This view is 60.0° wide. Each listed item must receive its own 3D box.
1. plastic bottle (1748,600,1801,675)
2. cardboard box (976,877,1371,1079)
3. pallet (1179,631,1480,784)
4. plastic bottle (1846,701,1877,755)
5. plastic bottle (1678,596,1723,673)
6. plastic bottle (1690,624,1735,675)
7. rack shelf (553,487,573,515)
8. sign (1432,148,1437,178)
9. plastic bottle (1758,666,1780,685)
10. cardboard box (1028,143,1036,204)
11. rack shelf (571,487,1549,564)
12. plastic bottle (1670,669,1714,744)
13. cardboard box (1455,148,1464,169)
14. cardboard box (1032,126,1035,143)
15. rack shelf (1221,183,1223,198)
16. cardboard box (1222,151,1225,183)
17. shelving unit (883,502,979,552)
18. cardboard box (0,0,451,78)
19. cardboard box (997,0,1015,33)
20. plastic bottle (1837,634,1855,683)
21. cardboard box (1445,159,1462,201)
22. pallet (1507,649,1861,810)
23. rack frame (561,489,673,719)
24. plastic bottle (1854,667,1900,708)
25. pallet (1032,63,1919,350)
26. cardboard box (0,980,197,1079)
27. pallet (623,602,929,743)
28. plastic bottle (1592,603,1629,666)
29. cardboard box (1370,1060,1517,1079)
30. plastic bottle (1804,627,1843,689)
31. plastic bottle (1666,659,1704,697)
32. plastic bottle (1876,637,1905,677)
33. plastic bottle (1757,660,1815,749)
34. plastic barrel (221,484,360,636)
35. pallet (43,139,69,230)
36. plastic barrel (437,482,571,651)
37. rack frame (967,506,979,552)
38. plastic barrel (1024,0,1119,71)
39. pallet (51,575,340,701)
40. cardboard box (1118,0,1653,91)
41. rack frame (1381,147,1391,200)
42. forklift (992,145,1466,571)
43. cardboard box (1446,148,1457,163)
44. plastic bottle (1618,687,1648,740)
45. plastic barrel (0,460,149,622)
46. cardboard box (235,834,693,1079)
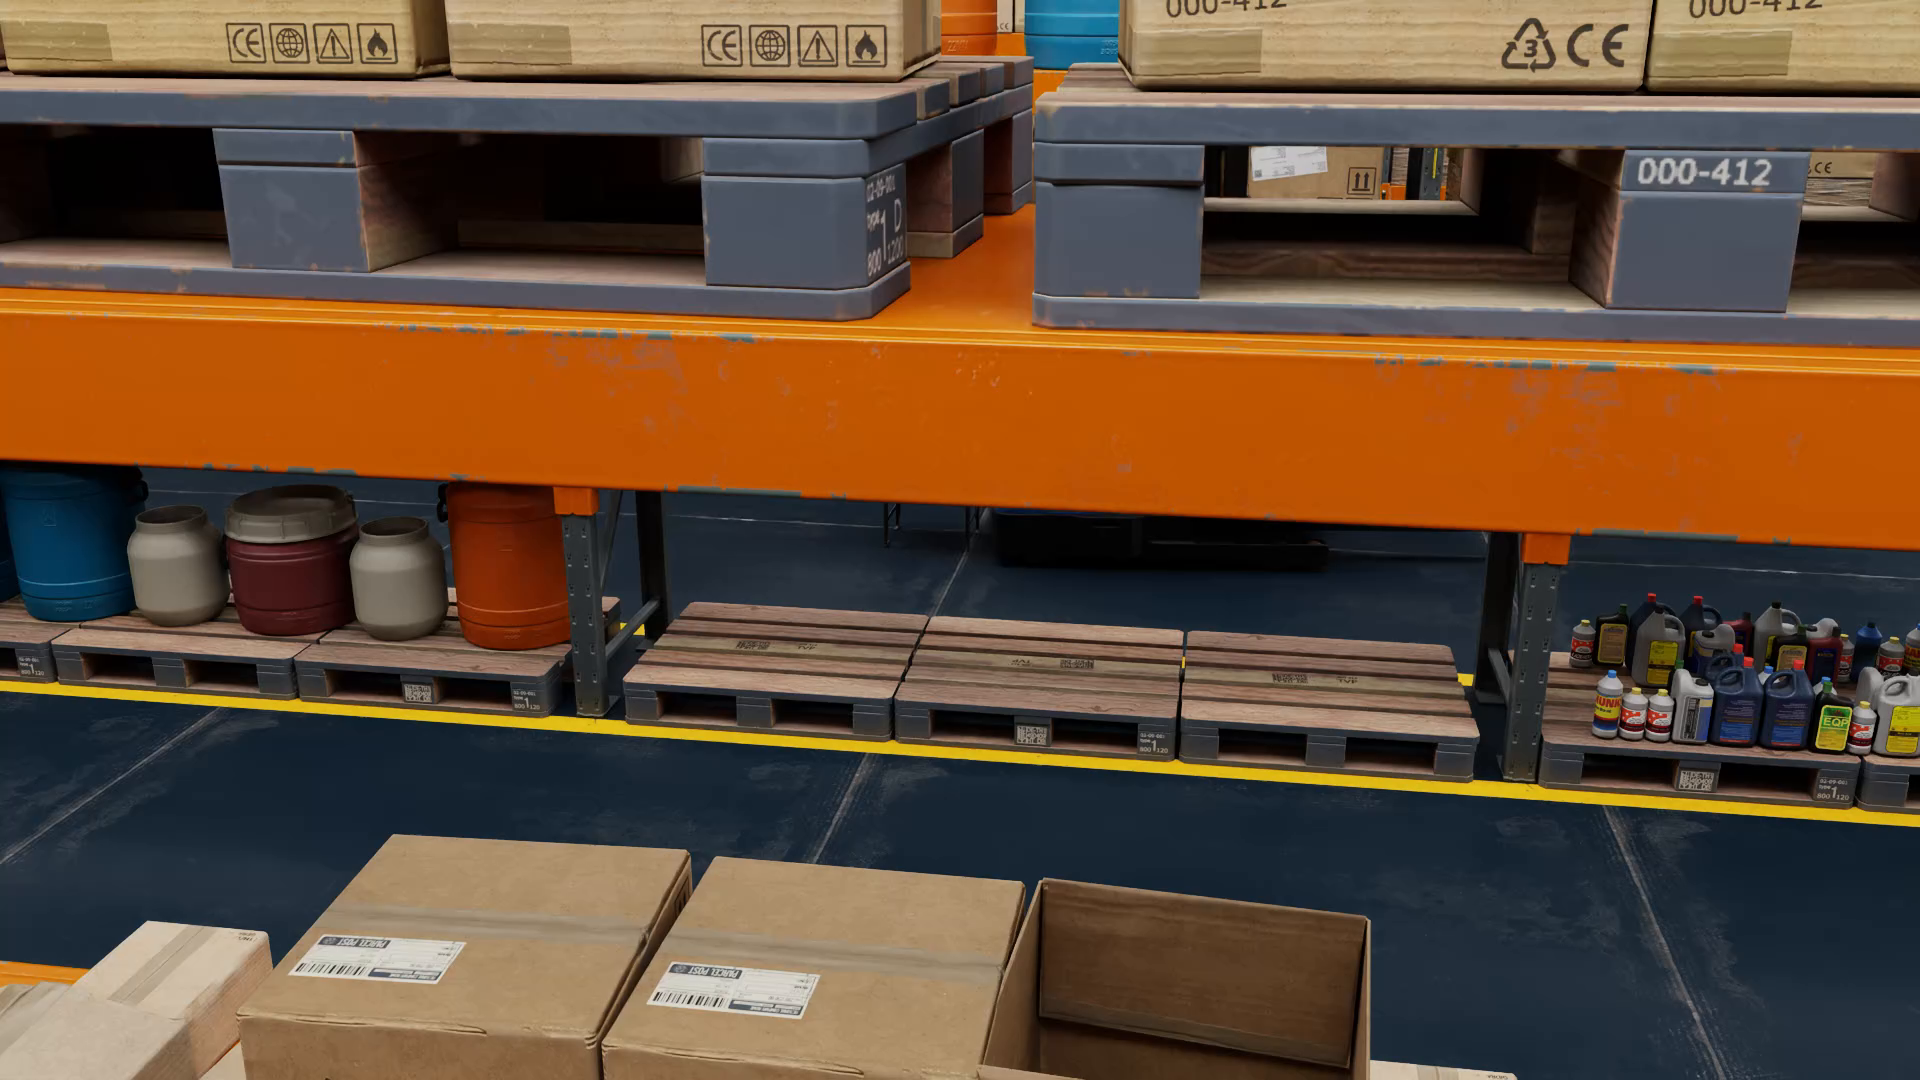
[{"bbox_3d":[3.565,0.433,7.262,0.185,0.351,0.144,3,19,8],"label":"plastic bottle"},{"bbox_3d":[0.310,0.852,2.373,0.500,0.500,0.500,4,19,13],"label":"cardboard box"},{"bbox_3d":[1.593,0.713,7.340,1.213,0.211,1.003,3,19,9],"label":"pallet"},{"bbox_3d":[3.568,0.738,6.587,0.097,0.201,0.097,0,18,0],"label":"plastic bottle"},{"bbox_3d":[3.246,0.417,7.311,0.185,0.351,0.144,2,19,6],"label":"plastic bottle"},{"bbox_3d":[3.247,0.500,7.180,0.135,0.276,0.152,3,19,9],"label":"plastic bottle"},{"bbox_3d":[-3.549,-0.543,7.833,4.000,0.370,1.077,3,19,9],"label":"rack shelf"},{"bbox_3d":[3.076,-2.509,10.750,0.005,0.325,0.100,3,19,9],"label":"sign"},{"bbox_3d":[3.268,0.643,6.760,0.097,0.271,0.097,0,18,0],"label":"plastic bottle"},{"bbox_3d":[0.318,-2.570,11.939,0.500,0.500,0.700,6,19,17],"label":"cardboard box"},{"bbox_3d":[0.400,-0.342,7.231,4.000,0.370,1.077,3,19,9],"label":"rack shelf"},{"bbox_3d":[2.944,0.662,6.697,0.135,0.276,0.152,4,19,11],"label":"plastic bottle"},{"bbox_3d":[3.564,-2.694,10.926,0.500,0.500,0.500,3,19,9],"label":"cardboard box"},{"bbox_3d":[0.498,-3.824,16.348,0.500,0.500,0.500,3,19,9],"label":"cardboard box"},{"bbox_3d":[2.072,-3.442,16.497,4.000,0.370,1.077,3,19,9],"label":"rack shelf"},{"bbox_3d":[2.492,-3.724,16.047,0.500,0.500,0.500,3,19,9],"label":"cardboard box"},{"bbox_3d":[-0.163,-1.004,9.495,0.503,2.100,0.431,3,19,9],"label":"shelving unit"},{"bbox_3d":[-0.823,-0.724,2.087,0.500,0.250,0.500,3,19,8],"label":"cardboard box"},{"bbox_3d":[0.142,-3.557,11.216,0.500,0.250,0.500,3,19,10],"label":"cardboard box"},{"bbox_3d":[3.846,0.511,7.265,0.097,0.201,0.097,0,18,0],"label":"plastic bottle"},{"bbox_3d":[3.595,-2.280,11.265,0.500,0.500,0.875,3,19,9],"label":"cardboard box"},{"bbox_3d":[3.031,0.787,7.118,1.213,0.211,1.003,3,19,9],"label":"pallet"},{"bbox_3d":[-1.574,-0.784,7.418,0.127,3.000,1.000,3,19,9],"label":"rack frame"},{"bbox_3d":[3.711,0.655,6.718,0.135,0.276,0.152,3,19,9],"label":"plastic bottle"},{"bbox_3d":[0.713,-0.403,1.853,1.217,0.209,0.805,2,19,6],"label":"pallet"},{"bbox_3d":[-1.511,0.916,2.479,0.500,0.311,0.500,3,19,8],"label":"cardboard box"},{"bbox_3d":[-0.816,0.590,7.707,1.213,0.211,1.003,3,19,9],"label":"pallet"},{"bbox_3d":[2.902,0.418,7.414,0.133,0.283,0.061,4,19,11],"label":"plastic bottle"},{"bbox_3d":[0.743,0.980,2.543,0.250,0.149,0.380,3,19,9],"label":"cardboard box"},{"bbox_3d":[3.708,0.508,7.145,0.133,0.283,0.061,3,19,9],"label":"plastic bottle"},{"bbox_3d":[2.960,0.625,6.796,0.133,0.283,0.061,3,19,9],"label":"plastic bottle"},{"bbox_3d":[4.049,0.521,7.234,0.097,0.201,0.097,0,18,0],"label":"plastic bottle"},{"bbox_3d":[3.292,0.645,6.628,0.185,0.351,0.144,2,19,6],"label":"plastic bottle"},{"bbox_3d":[-3.175,0.085,7.961,0.708,0.588,0.600,3,19,9],"label":"plastic barrel"},{"bbox_3d":[-1.680,-0.559,2.316,1.003,0.211,1.213,4,19,11],"label":"pallet"},{"bbox_3d":[-2.060,0.027,7.753,0.708,0.830,0.600,3,19,9],"label":"plastic barrel"},{"bbox_3d":[0.077,-0.992,9.458,0.015,2.100,0.400,3,19,9],"label":"rack frame"},{"bbox_3d":[0.547,-2.266,6.330,0.708,0.901,0.600,3,19,9],"label":"plastic barrel"},{"bbox_3d":[-3.561,0.450,8.125,1.213,0.211,1.003,3,19,9],"label":"pallet"},{"bbox_3d":[0.436,-0.642,1.841,0.500,0.250,0.500,1,19,3],"label":"cardboard box"},{"bbox_3d":[4.047,-3.683,16.082,0.127,3.000,1.000,3,19,9],"label":"rack frame"},{"bbox_3d":[1.707,-1.388,9.334,3.031,2.935,1.130,1,19,2],"label":"forklift"},{"bbox_3d":[3.648,-2.860,11.422,0.500,0.500,0.500,3,19,9],"label":"cardboard box"},{"bbox_3d":[2.720,0.695,6.716,0.097,0.201,0.097,0,18,0],"label":"plastic bottle"},{"bbox_3d":[-4.290,-0.121,8.081,0.708,0.901,0.600,3,19,9],"label":"plastic barrel"},{"bbox_3d":[-0.705,0.800,2.527,0.500,0.500,0.500,2,19,6],"label":"cardboard box"}]
